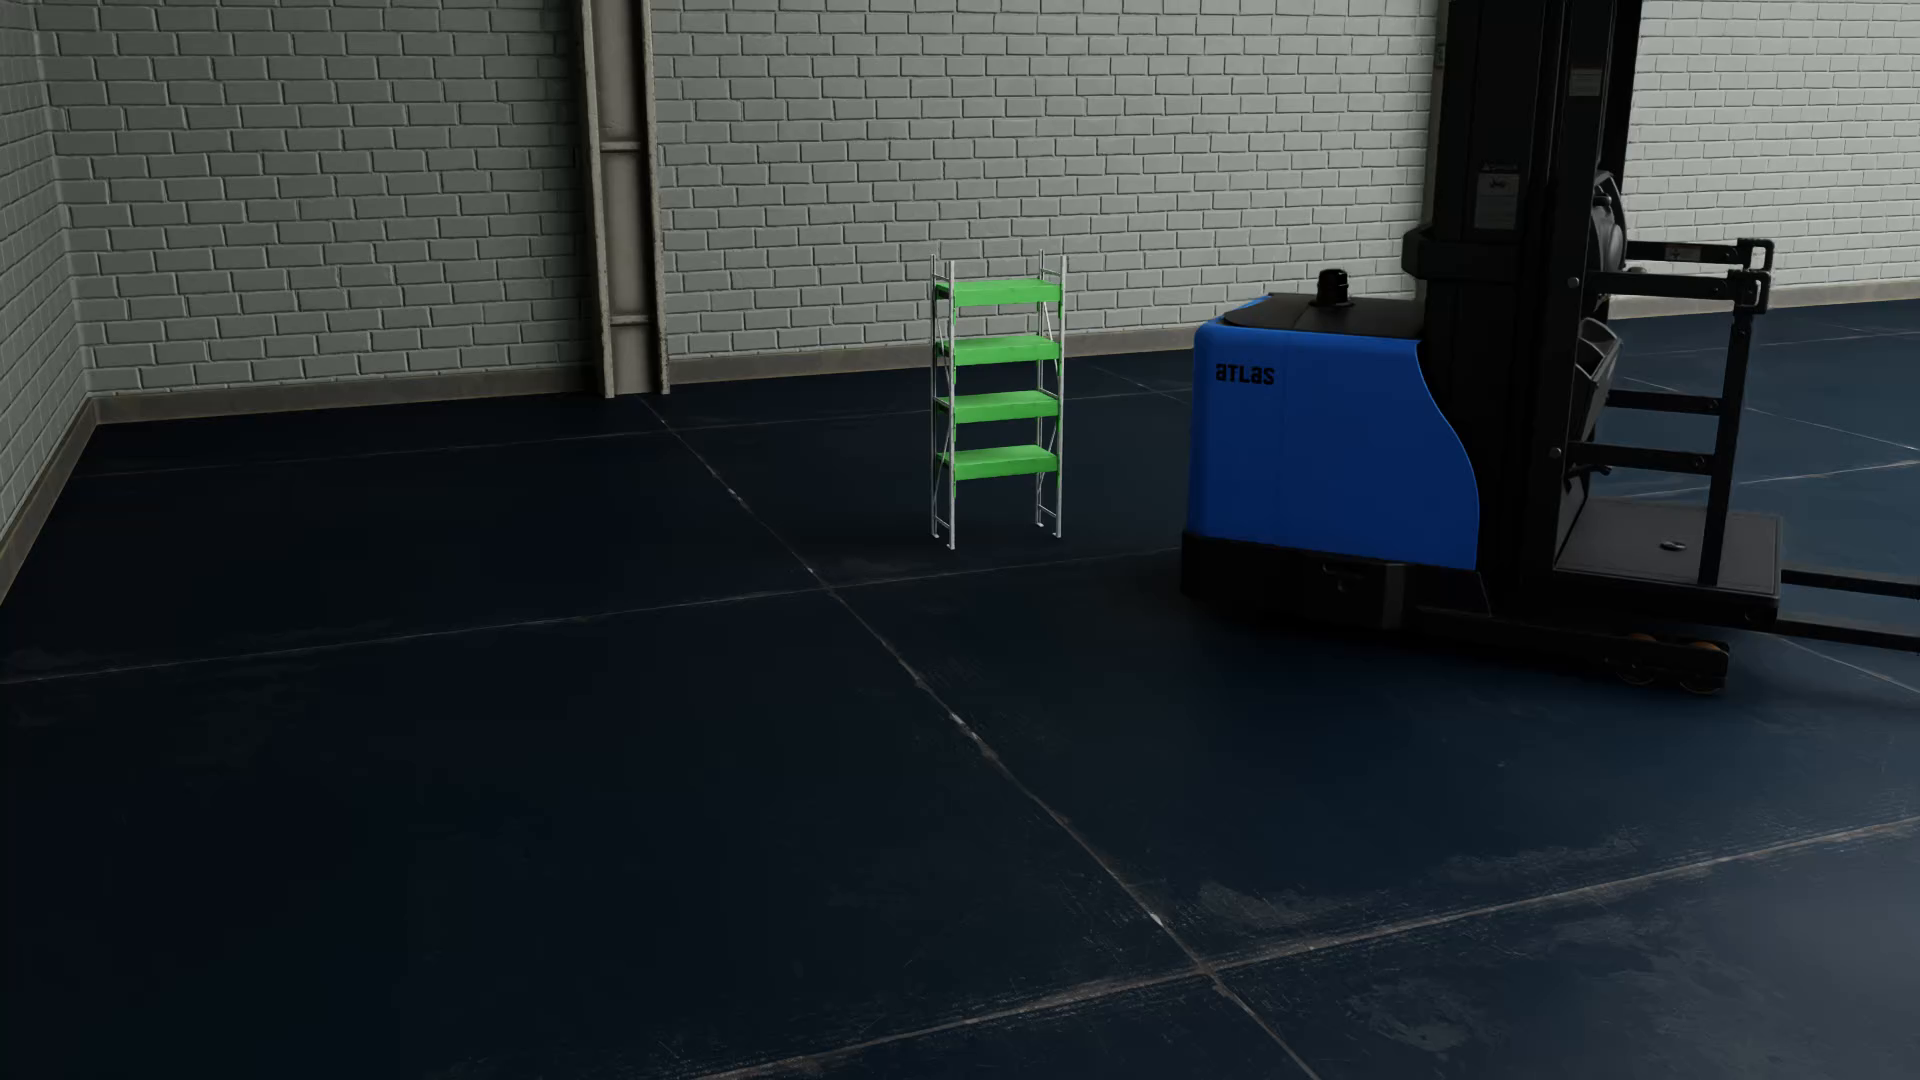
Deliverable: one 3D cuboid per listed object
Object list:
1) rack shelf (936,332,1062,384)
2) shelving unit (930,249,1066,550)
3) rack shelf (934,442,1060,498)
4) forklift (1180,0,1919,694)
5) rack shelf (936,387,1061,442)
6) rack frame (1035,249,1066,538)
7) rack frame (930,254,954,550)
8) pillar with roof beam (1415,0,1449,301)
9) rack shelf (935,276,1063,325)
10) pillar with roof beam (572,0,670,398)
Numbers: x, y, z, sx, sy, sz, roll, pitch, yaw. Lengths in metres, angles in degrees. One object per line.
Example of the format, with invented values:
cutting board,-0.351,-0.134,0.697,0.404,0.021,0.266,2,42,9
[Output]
rack shelf,0.155,-0.761,6.936,0.480,0.148,0.258,-6,17,-20
shelving unit,0.155,-0.592,6.986,0.503,1.200,0.258,-6,17,-20
rack shelf,0.155,-0.301,7.072,0.480,0.148,0.258,-6,17,-20
forklift,2.375,-1.077,5.564,3.031,2.935,1.130,8,18,25
rack shelf,0.155,-0.531,7.004,0.480,0.148,0.258,-6,17,-20
rack frame,0.382,-0.617,7.070,0.015,1.200,0.240,-6,17,-20
rack frame,-0.073,-0.568,6.902,0.015,1.200,0.240,-6,17,-20
pillar with roof beam,5.136,-4.704,7.144,0.400,9.000,9.100,-6,17,-20
rack shelf,0.155,-0.992,6.869,0.480,0.148,0.258,-6,17,-20
pillar with roof beam,-0.467,-4.099,5.084,0.400,9.000,9.100,-6,17,-20
